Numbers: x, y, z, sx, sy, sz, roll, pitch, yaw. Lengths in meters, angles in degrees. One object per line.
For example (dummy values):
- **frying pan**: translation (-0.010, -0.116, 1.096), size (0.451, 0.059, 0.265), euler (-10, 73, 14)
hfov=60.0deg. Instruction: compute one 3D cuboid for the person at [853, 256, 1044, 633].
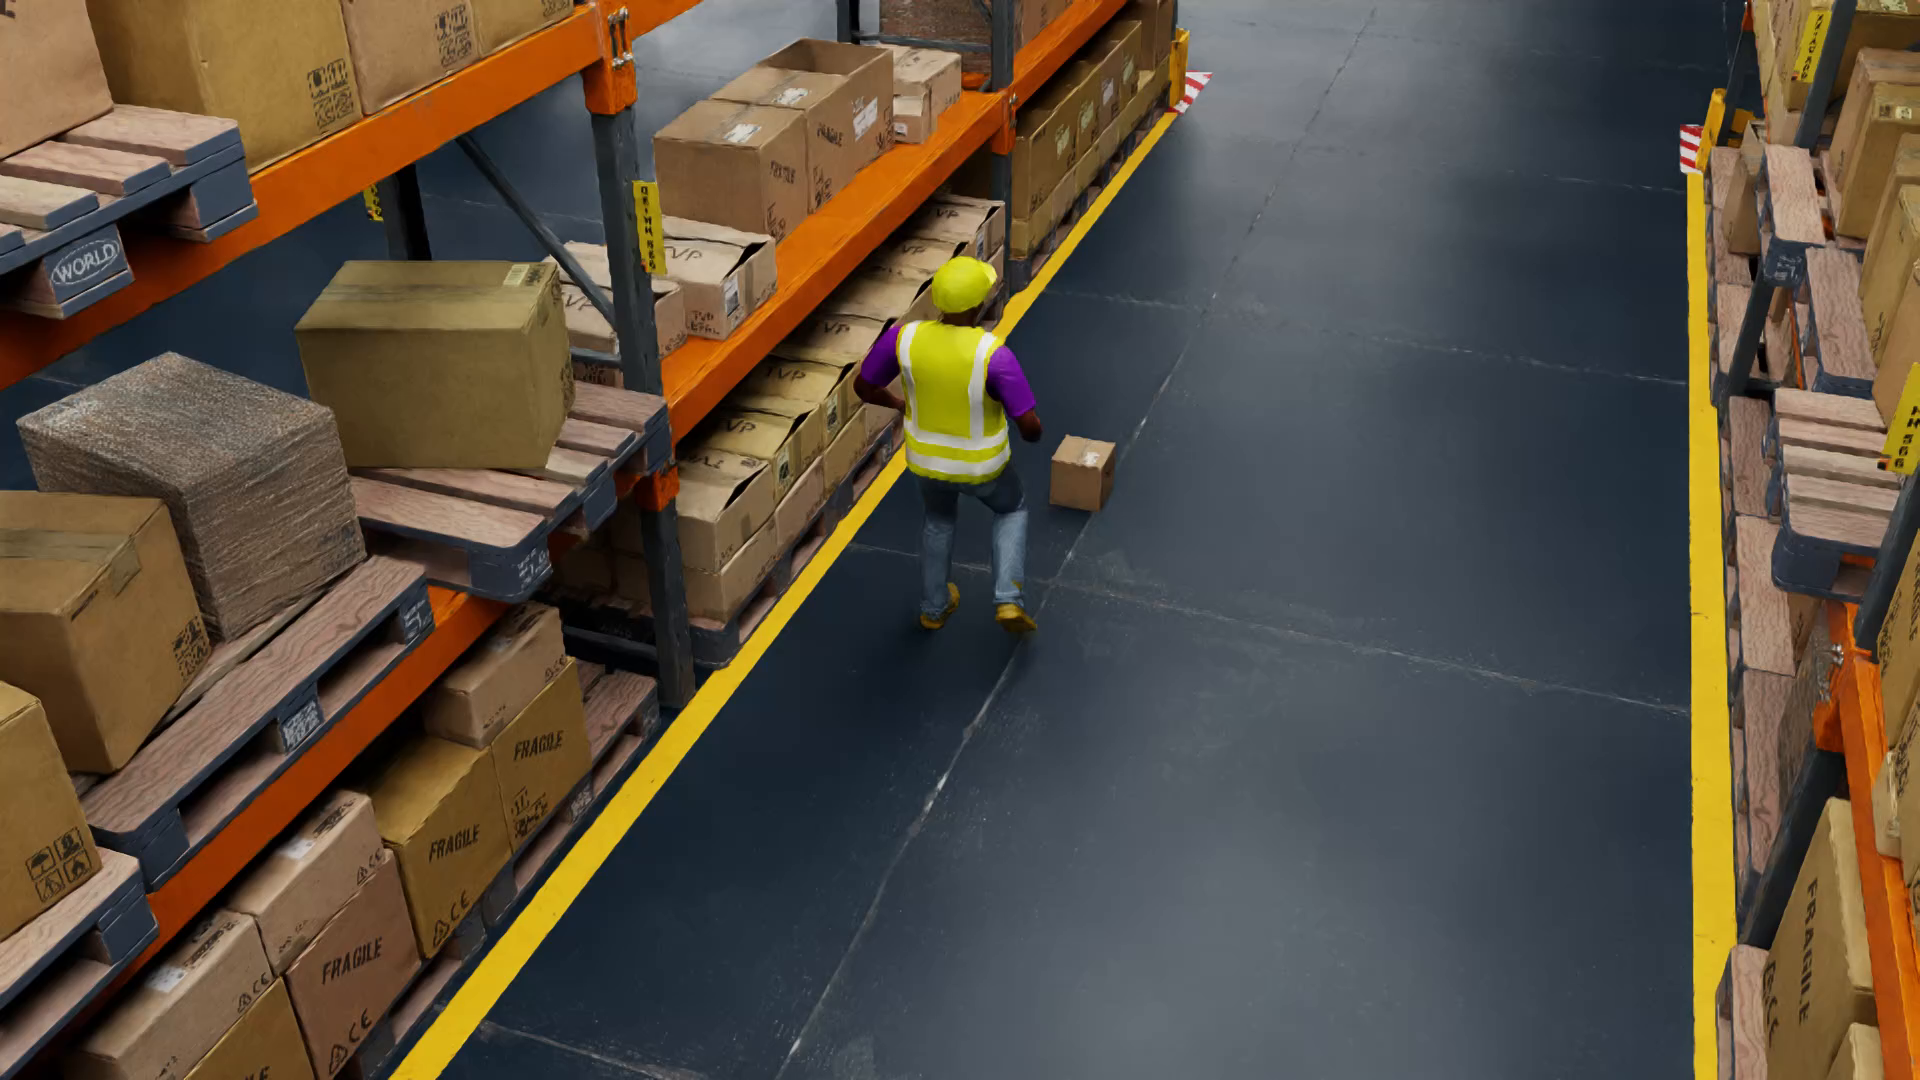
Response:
- **person**: translation (-0.014, -0.367, 6.716), size (0.779, 1.729, 0.488), euler (9, 34, 14)
